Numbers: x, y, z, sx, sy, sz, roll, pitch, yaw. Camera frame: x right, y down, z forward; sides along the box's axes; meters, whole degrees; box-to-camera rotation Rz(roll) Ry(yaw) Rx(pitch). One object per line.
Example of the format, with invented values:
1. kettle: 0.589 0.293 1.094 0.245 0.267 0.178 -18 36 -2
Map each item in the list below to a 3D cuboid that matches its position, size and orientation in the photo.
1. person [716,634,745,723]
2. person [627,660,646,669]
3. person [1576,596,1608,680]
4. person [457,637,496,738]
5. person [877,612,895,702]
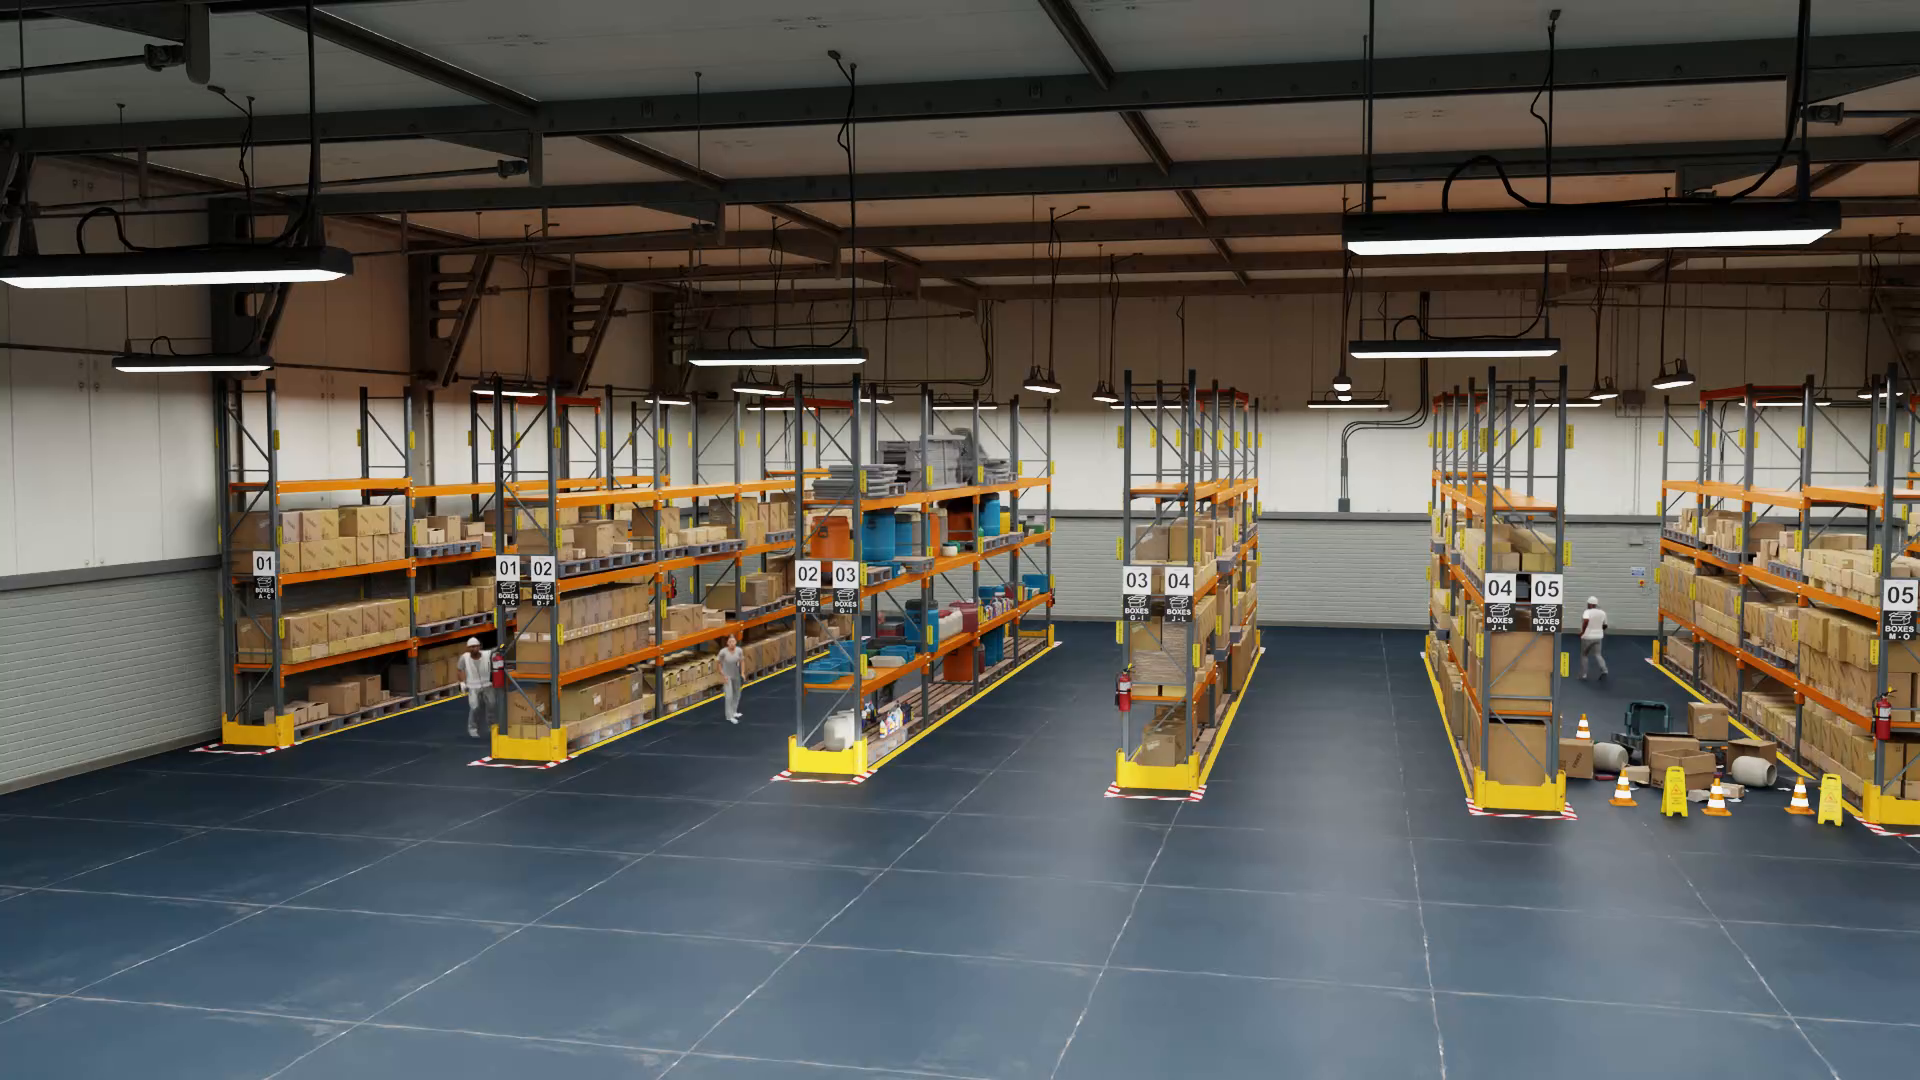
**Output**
1. person: -4.087 2.442 29.529 0.587 1.615 0.742 -2 4 -31
2. person: -6.809 2.180 34.689 0.634 1.493 0.811 0 3 -8
3. person: 13.106 2.058 34.366 0.659 1.769 0.977 0 3 -6
4. person: -8.106 2.479 28.095 0.691 1.699 0.767 -2 4 -28
5. person: -1.431 2.224 31.879 0.555 1.746 0.739 -3 4 -40
